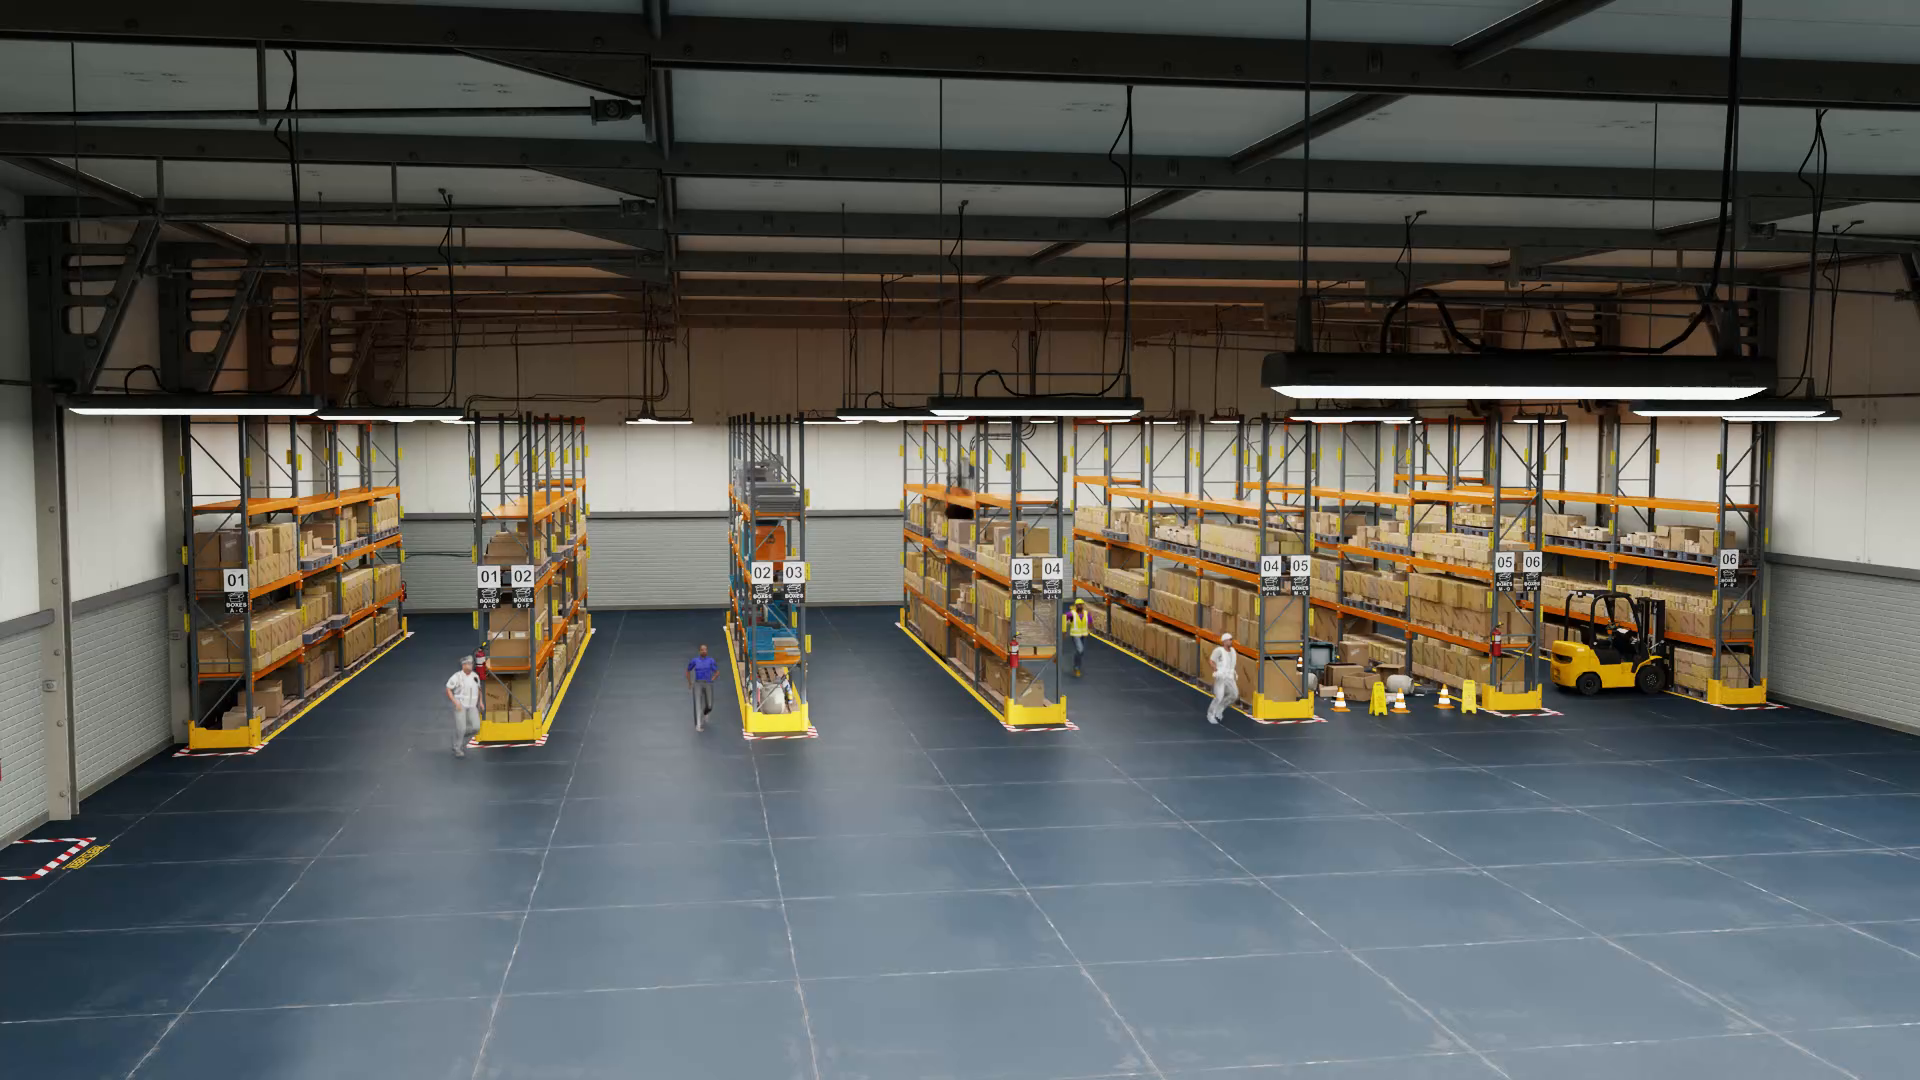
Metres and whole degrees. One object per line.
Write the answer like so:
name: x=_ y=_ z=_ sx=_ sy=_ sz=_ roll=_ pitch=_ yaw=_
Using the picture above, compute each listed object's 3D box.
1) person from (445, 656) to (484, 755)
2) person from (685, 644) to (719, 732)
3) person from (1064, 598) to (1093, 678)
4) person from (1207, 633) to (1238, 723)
person: x=-8.642 y=2.889 z=29.149 sx=0.526 sy=1.704 sz=0.709 roll=4 pitch=5 yaw=43
person: x=-4.886 y=2.782 z=31.498 sx=0.636 sy=1.616 sz=0.727 roll=-1 pitch=4 yaw=-9
person: x=2.738 y=2.249 z=38.210 sx=0.670 sy=1.819 sz=0.749 roll=-2 pitch=4 yaw=-25
person: x=5.157 y=2.670 z=32.205 sx=0.747 sy=1.725 sz=0.547 roll=-2 pitch=5 yaw=-32
